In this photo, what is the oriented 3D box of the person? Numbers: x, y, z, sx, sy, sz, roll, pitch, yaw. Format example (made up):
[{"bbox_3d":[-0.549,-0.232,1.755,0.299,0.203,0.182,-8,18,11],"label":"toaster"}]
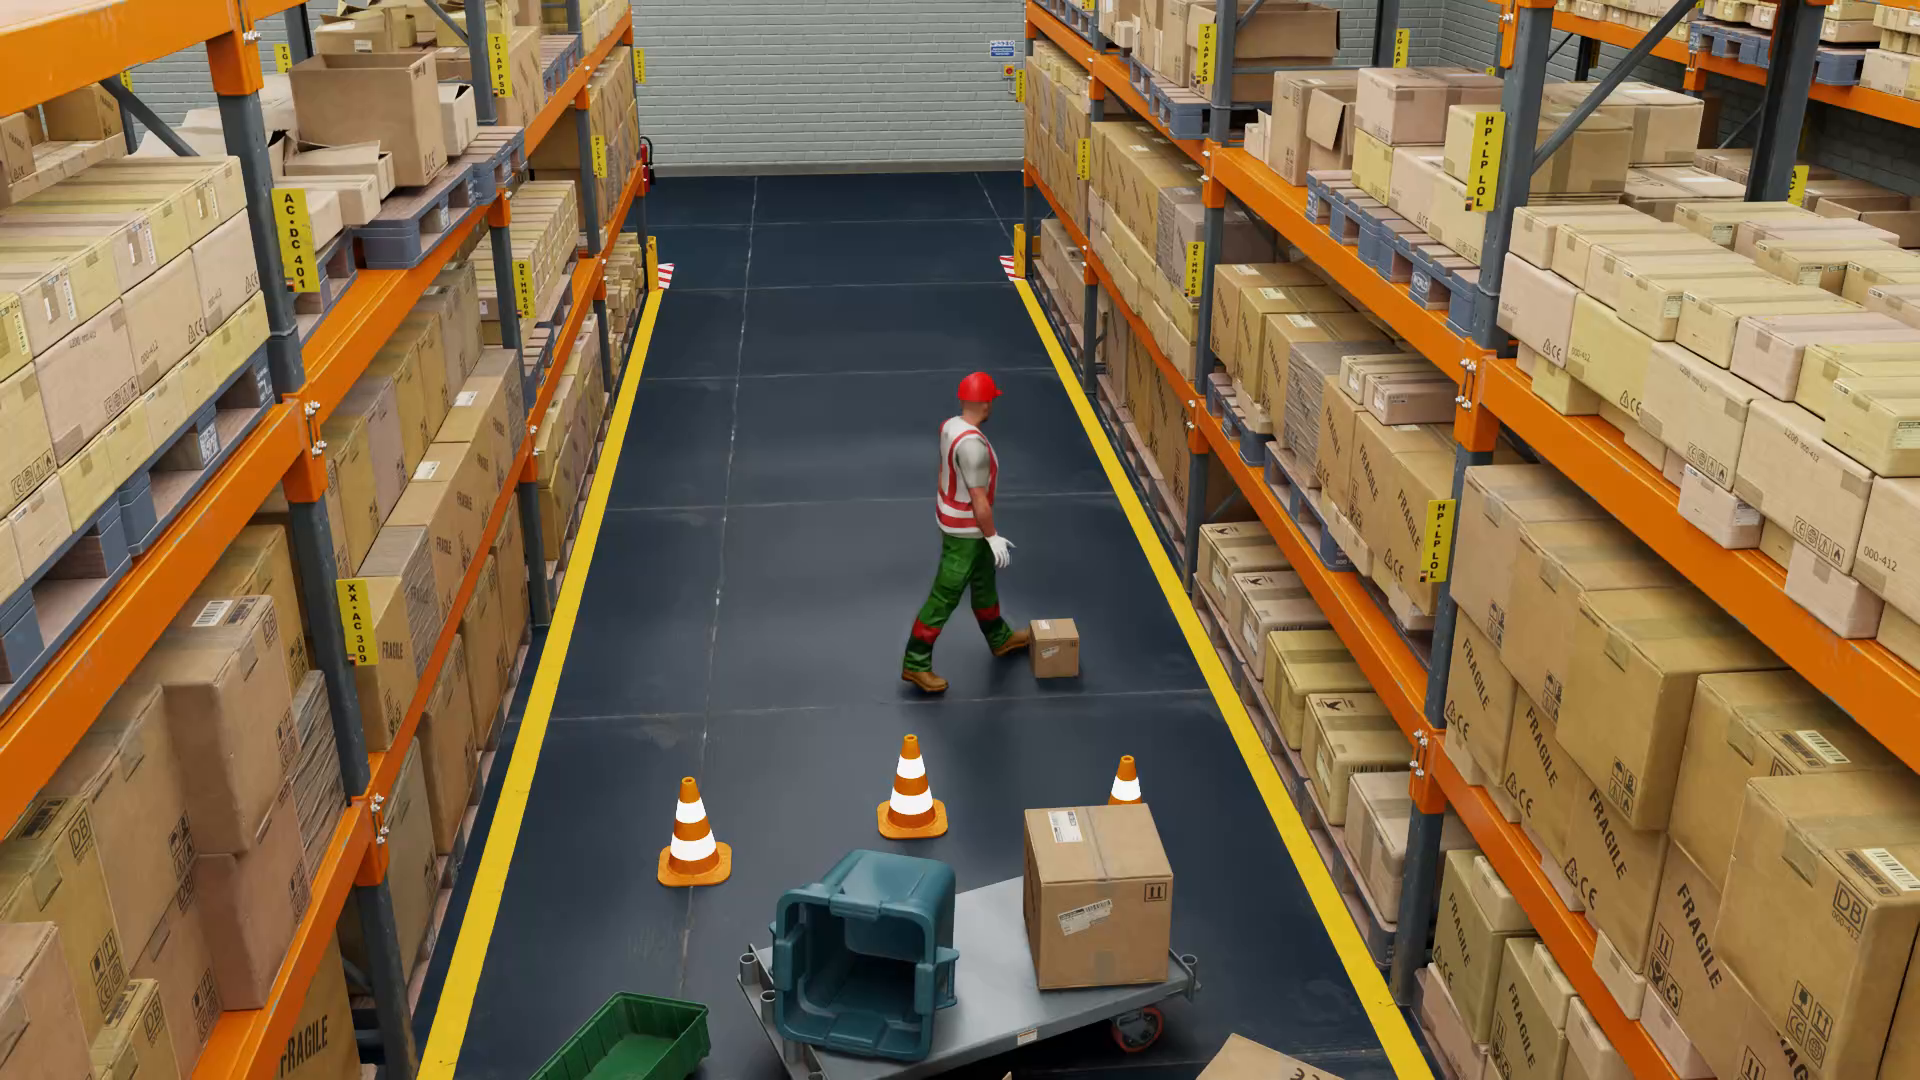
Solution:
[{"bbox_3d":[0.067,-0.060,9.246,0.842,1.772,0.648,-3,24,-6],"label":"person"}]
